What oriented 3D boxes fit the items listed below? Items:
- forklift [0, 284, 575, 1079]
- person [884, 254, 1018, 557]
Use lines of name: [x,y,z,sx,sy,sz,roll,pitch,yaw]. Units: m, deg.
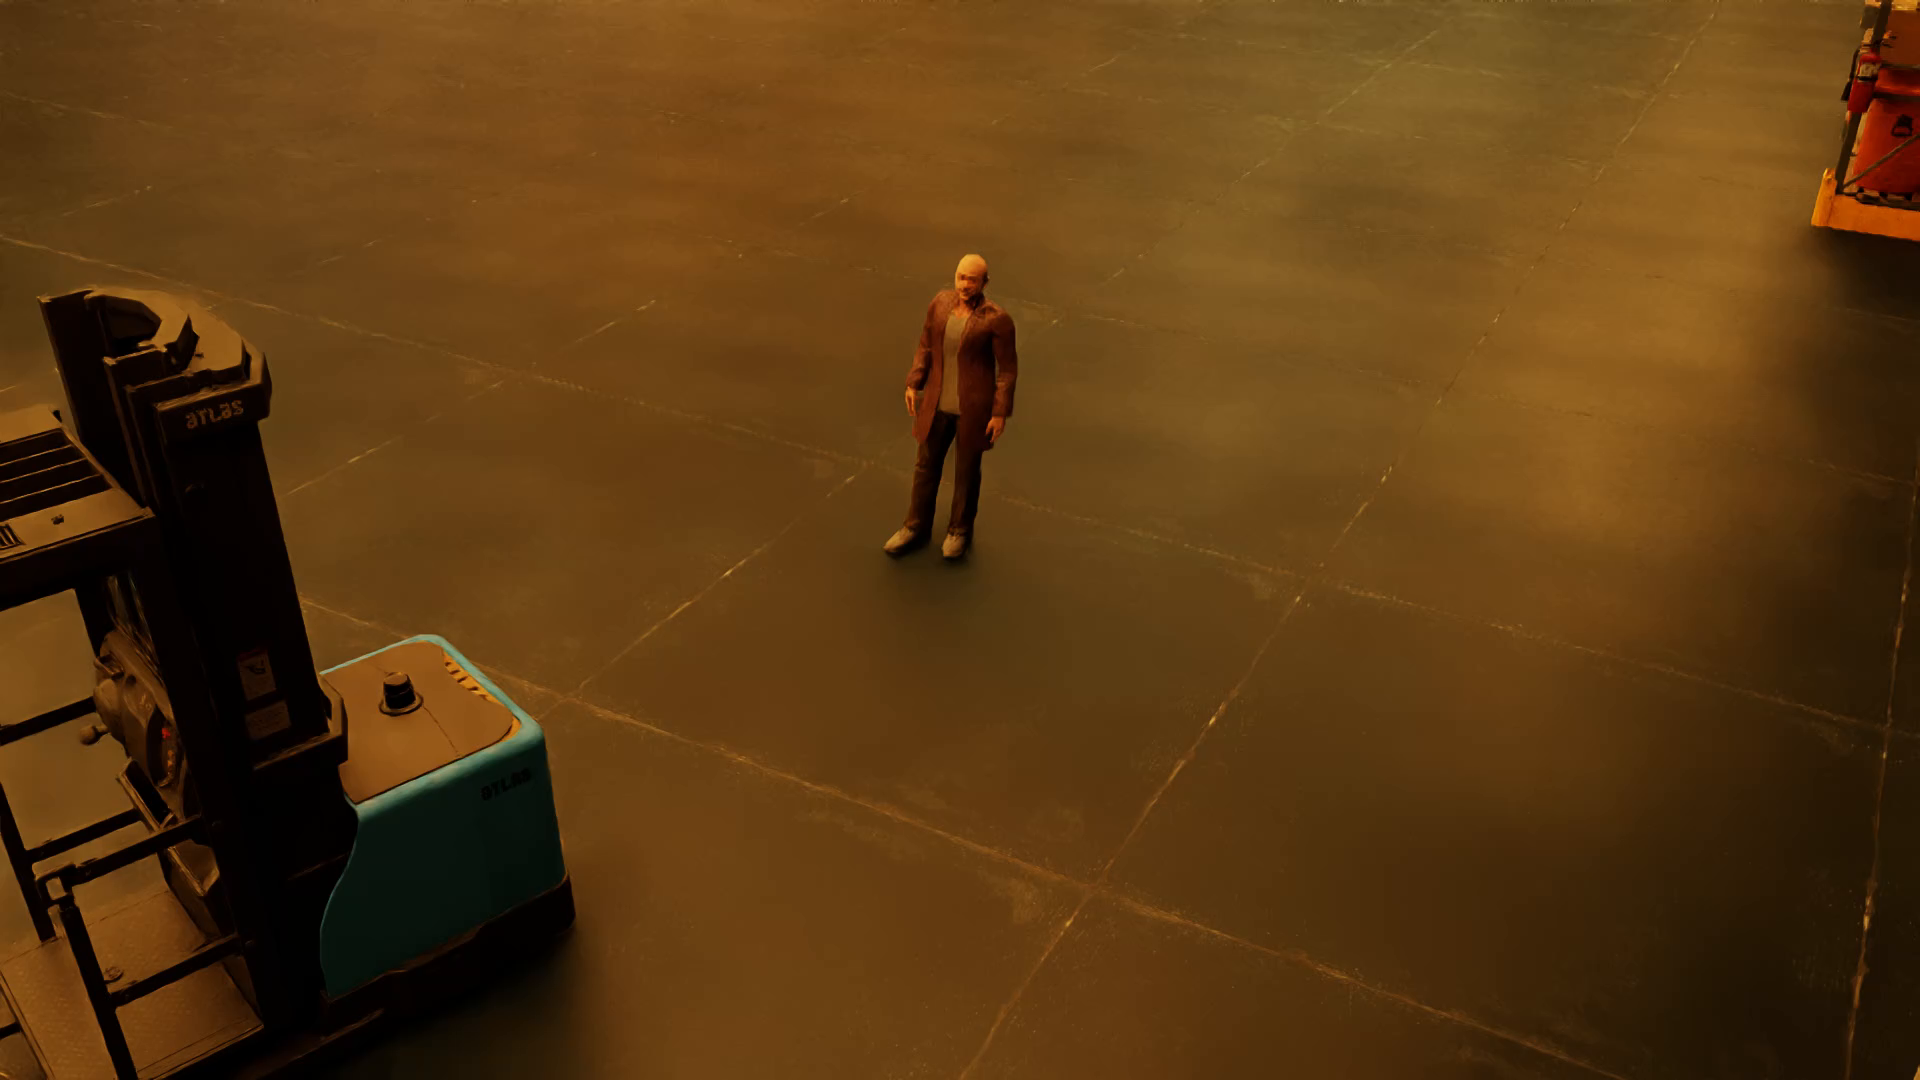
forklift: [-3.080,0.708,5.843,3.031,2.935,1.130,-24,37,-35]
person: [-0.048,-0.737,9.488,0.694,1.776,0.580,15,33,25]
